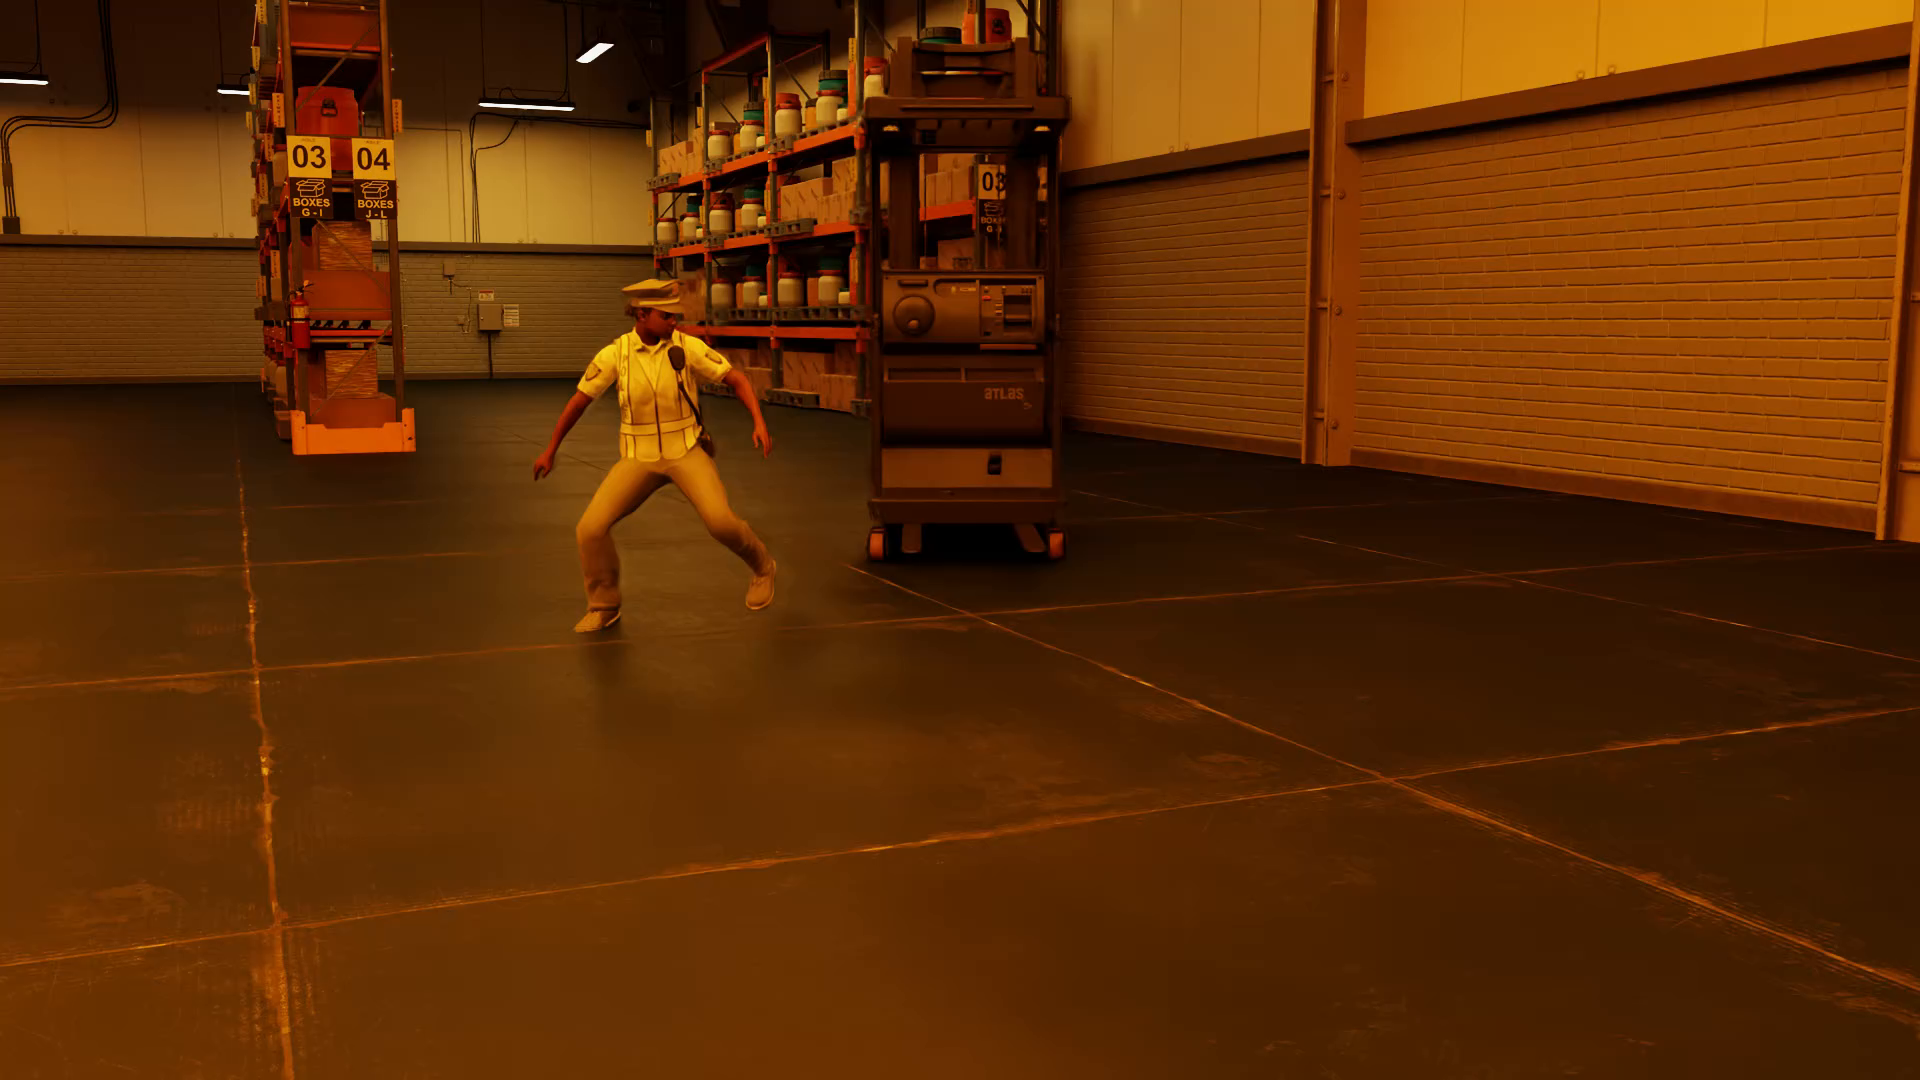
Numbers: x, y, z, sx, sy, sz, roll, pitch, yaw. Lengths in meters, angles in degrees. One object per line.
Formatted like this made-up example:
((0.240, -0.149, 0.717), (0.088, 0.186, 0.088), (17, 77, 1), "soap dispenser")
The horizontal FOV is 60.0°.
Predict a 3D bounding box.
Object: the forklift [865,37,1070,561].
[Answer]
((0.029, -1.373, 9.353), (1.130, 2.935, 3.031), (0, 8, -2), "forklift")

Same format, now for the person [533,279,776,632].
((-1.341, -0.353, 7.244), (1.056, 1.546, 0.469), (0, 8, -1), "person")
